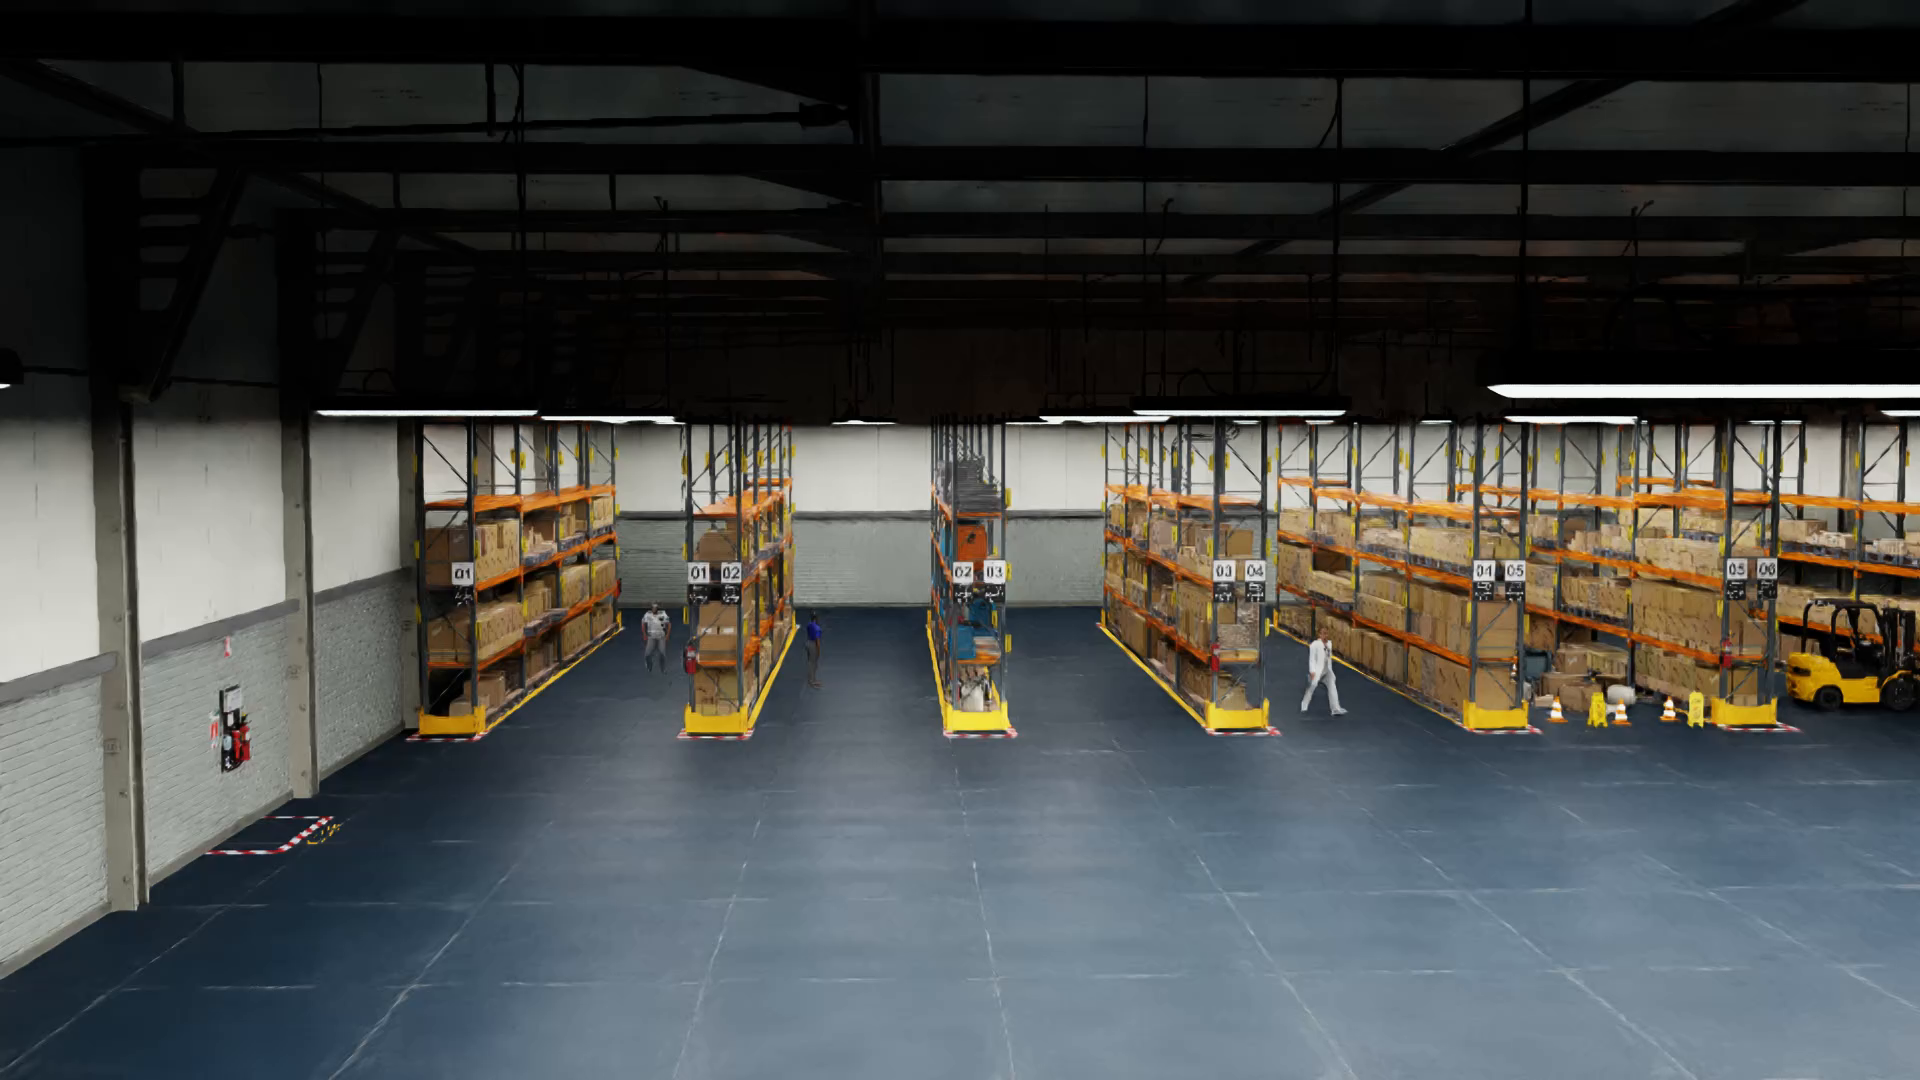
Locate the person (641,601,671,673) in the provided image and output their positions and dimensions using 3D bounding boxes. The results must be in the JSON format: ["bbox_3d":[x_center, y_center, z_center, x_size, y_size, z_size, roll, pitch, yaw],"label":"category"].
[{"bbox_3d":[-7.072,2.239,38.687,0.682,1.715,0.542,0,4,-5],"label":"person"}]

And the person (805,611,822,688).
[{"bbox_3d":[-3.184,2.395,36.605,0.440,1.655,0.550,-2,4,-27],"label":"person"}]

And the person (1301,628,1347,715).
[{"bbox_3d":[7.224,2.600,33.172,0.631,1.728,1.034,-2,4,-25],"label":"person"}]
